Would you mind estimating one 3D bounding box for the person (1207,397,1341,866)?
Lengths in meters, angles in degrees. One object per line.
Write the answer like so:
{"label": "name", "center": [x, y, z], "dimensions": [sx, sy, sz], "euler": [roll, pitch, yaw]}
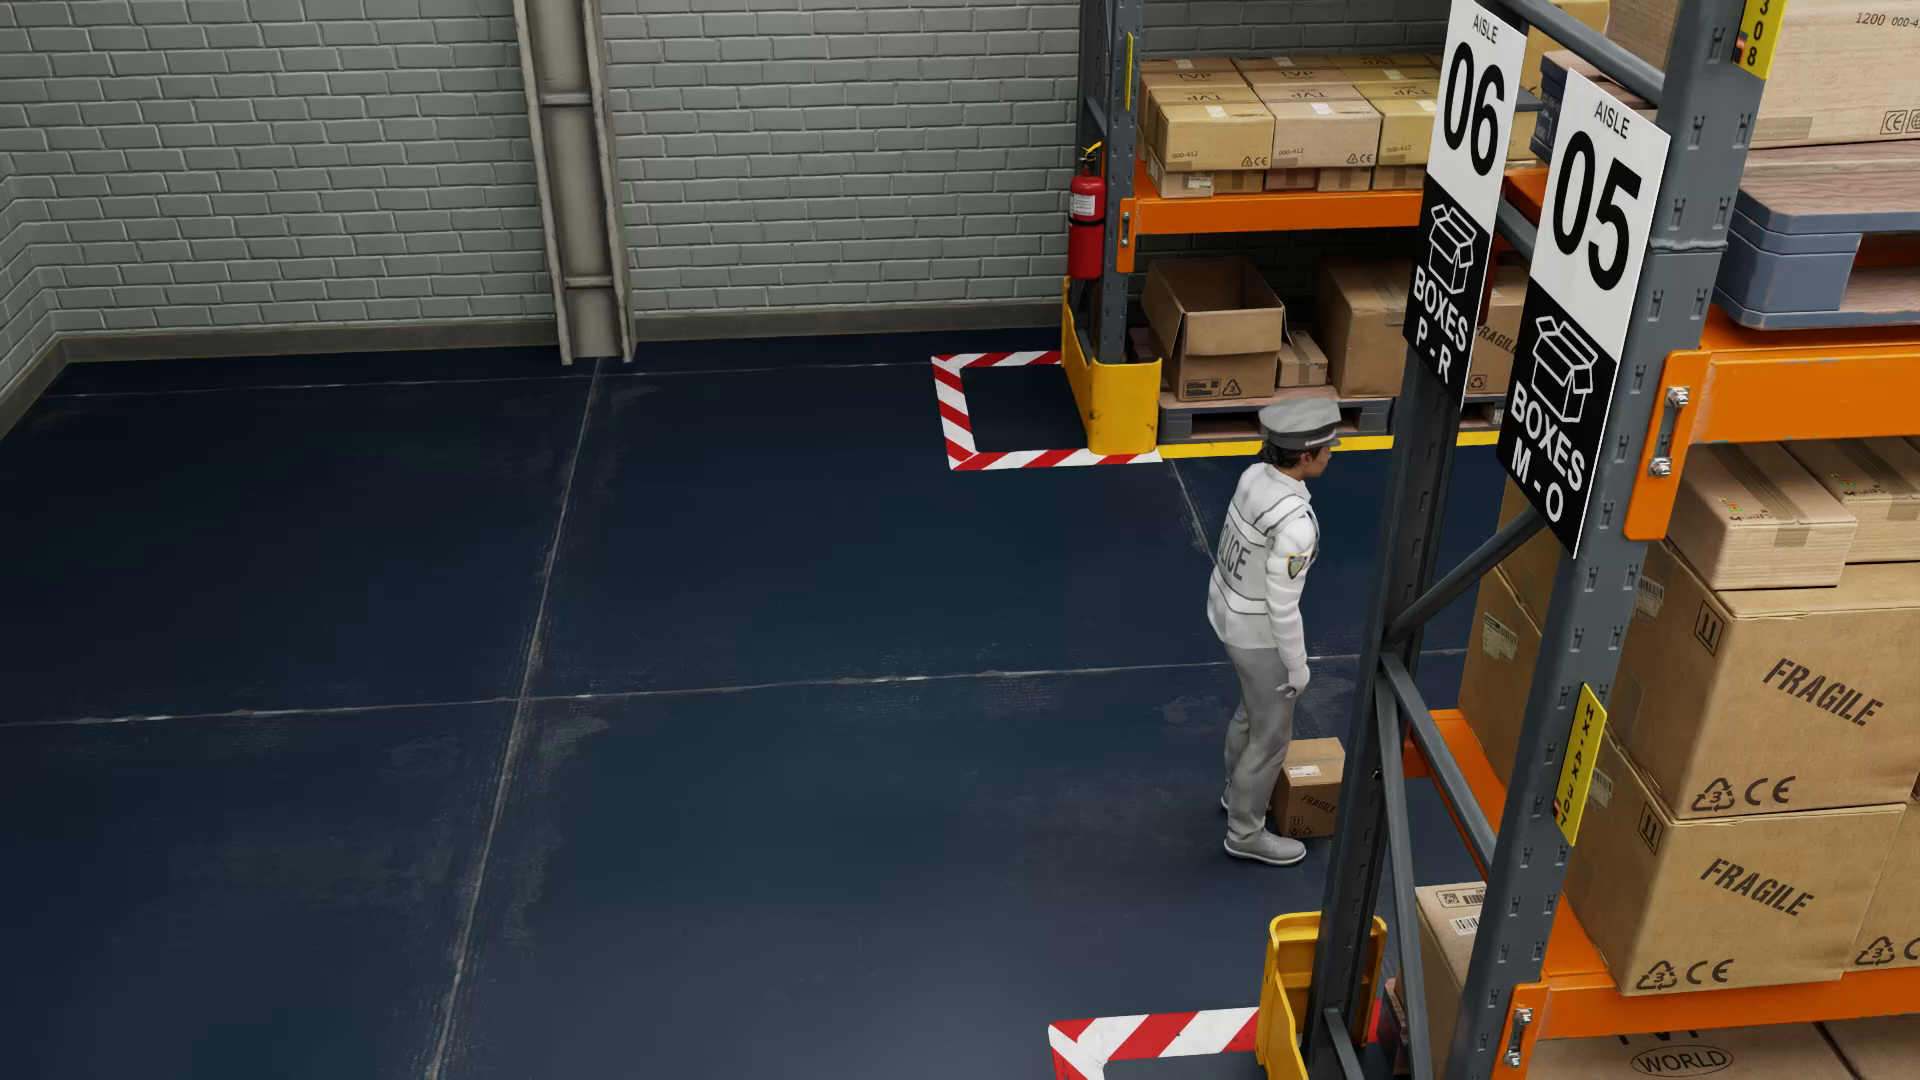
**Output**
{"label": "person", "center": [1.050, 0.302, 5.631], "dimensions": [0.406, 1.667, 0.545], "euler": [-4, 32, -7]}
